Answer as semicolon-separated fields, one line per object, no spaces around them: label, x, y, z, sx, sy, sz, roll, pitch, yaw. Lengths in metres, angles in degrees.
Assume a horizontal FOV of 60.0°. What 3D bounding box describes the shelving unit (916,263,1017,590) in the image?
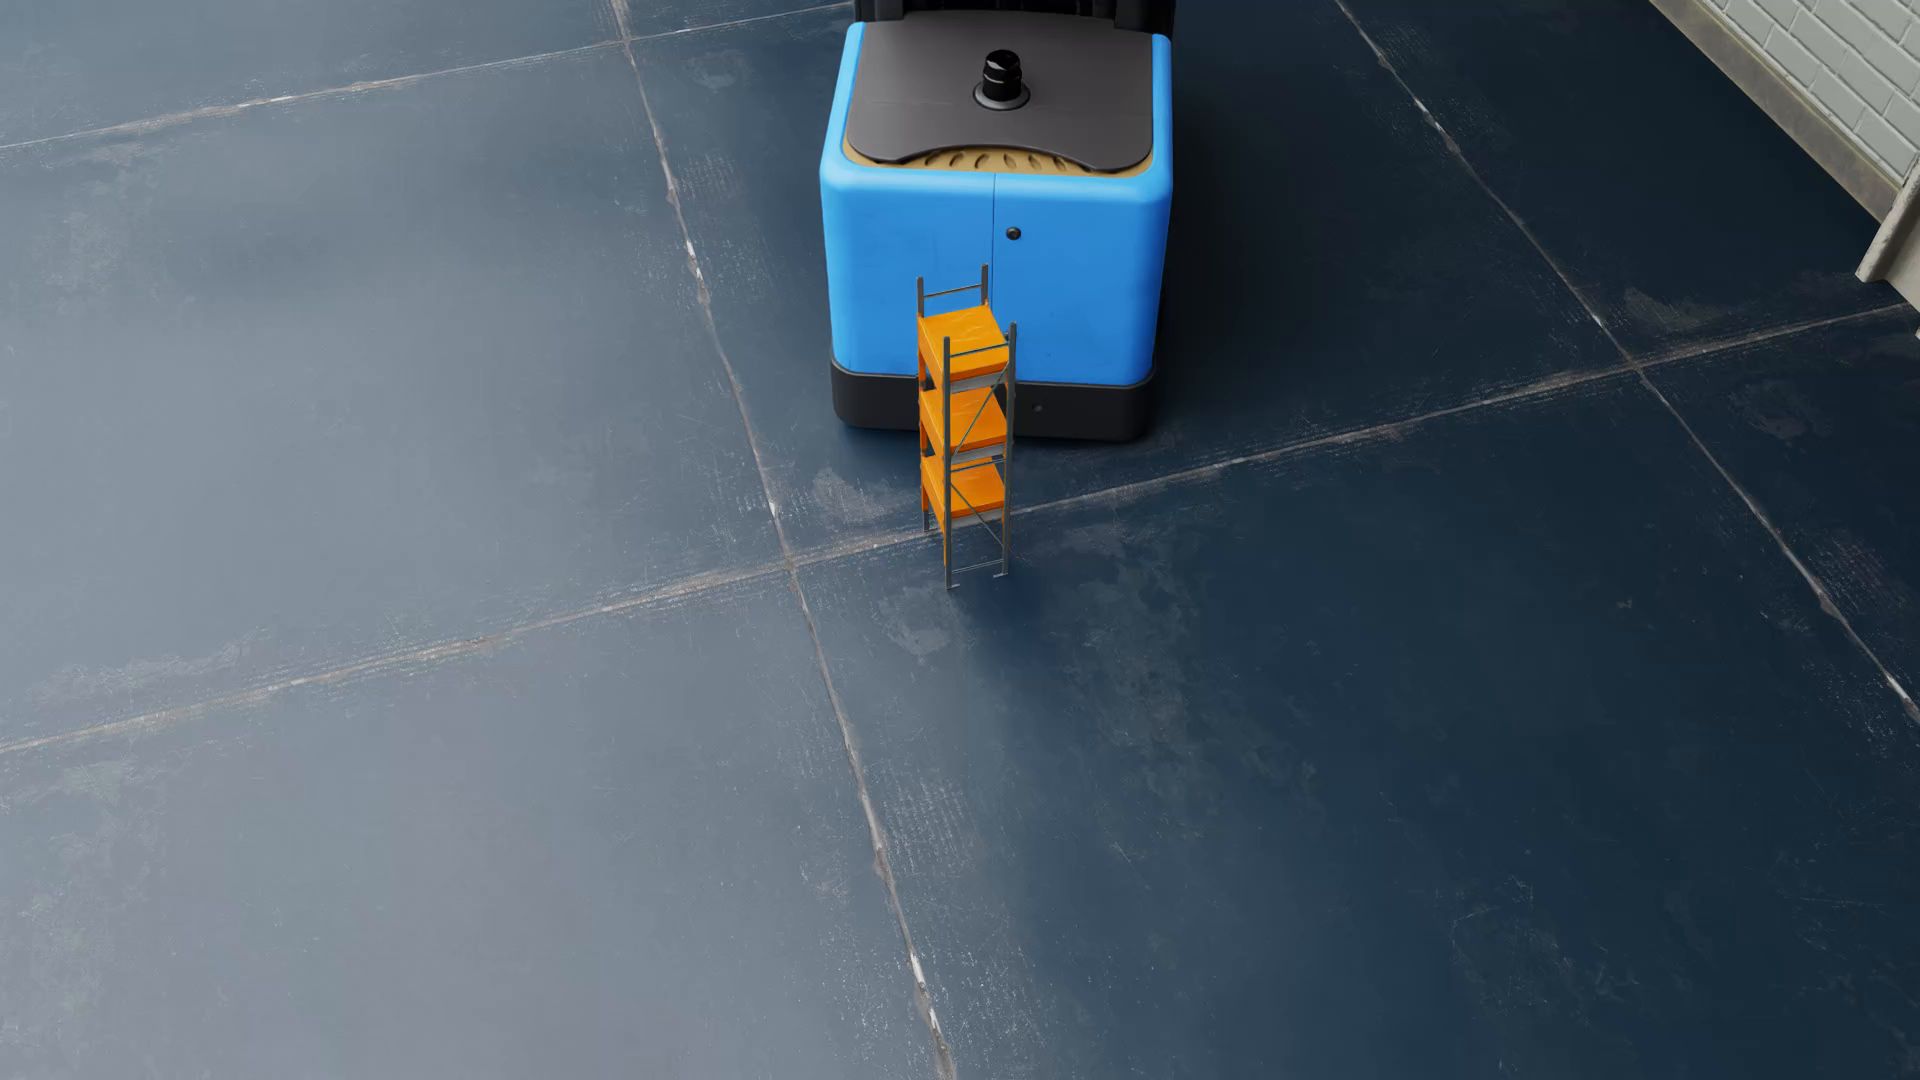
shelving unit;0.016;-0.299;4.816;0.215;1.050;0.252;-13;51;-11

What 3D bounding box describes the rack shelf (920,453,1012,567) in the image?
rack shelf;0.016;-0.113;5.036;0.215;0.259;0.240;-13;51;-11

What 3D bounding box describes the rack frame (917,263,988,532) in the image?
rack frame;-0.020;-0.388;4.891;0.200;1.050;0.008;-13;51;-11

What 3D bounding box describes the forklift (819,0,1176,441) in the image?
forklift;0.203;-2.400;5.356;1.130;2.935;3.031;3;50;3

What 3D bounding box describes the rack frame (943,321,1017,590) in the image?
rack frame;0.052;-0.210;4.741;0.200;1.050;0.008;-13;51;-11

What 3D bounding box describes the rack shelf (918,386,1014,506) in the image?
rack shelf;0.016;-0.292;4.824;0.215;0.259;0.240;-13;51;-11

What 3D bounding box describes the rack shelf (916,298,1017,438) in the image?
rack shelf;0.016;-0.475;4.607;0.215;0.259;0.240;-13;51;-11
